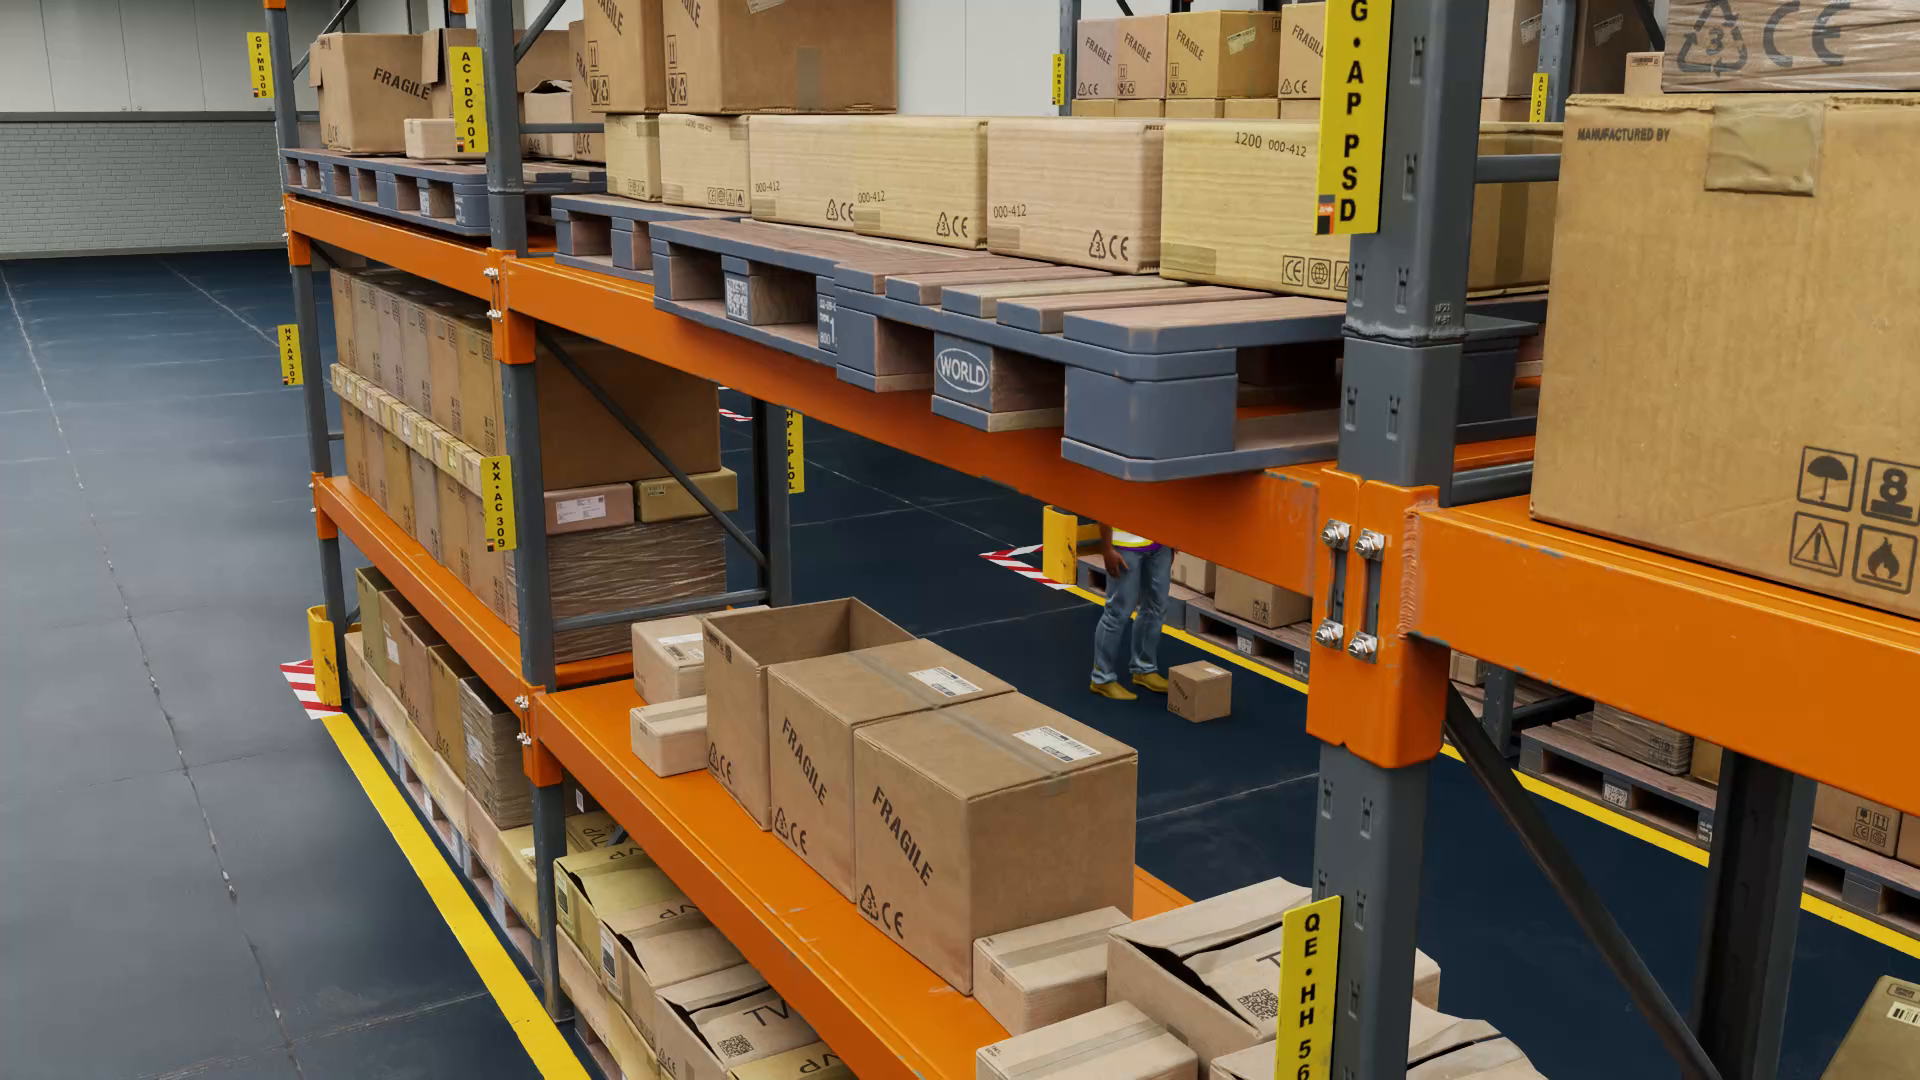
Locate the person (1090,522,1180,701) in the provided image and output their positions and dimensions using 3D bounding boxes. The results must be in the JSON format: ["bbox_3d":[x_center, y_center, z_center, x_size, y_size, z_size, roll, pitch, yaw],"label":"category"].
[{"bbox_3d":[1.016,0.031,9.401,0.565,1.785,0.396,-13,20,-40],"label":"person"}]
